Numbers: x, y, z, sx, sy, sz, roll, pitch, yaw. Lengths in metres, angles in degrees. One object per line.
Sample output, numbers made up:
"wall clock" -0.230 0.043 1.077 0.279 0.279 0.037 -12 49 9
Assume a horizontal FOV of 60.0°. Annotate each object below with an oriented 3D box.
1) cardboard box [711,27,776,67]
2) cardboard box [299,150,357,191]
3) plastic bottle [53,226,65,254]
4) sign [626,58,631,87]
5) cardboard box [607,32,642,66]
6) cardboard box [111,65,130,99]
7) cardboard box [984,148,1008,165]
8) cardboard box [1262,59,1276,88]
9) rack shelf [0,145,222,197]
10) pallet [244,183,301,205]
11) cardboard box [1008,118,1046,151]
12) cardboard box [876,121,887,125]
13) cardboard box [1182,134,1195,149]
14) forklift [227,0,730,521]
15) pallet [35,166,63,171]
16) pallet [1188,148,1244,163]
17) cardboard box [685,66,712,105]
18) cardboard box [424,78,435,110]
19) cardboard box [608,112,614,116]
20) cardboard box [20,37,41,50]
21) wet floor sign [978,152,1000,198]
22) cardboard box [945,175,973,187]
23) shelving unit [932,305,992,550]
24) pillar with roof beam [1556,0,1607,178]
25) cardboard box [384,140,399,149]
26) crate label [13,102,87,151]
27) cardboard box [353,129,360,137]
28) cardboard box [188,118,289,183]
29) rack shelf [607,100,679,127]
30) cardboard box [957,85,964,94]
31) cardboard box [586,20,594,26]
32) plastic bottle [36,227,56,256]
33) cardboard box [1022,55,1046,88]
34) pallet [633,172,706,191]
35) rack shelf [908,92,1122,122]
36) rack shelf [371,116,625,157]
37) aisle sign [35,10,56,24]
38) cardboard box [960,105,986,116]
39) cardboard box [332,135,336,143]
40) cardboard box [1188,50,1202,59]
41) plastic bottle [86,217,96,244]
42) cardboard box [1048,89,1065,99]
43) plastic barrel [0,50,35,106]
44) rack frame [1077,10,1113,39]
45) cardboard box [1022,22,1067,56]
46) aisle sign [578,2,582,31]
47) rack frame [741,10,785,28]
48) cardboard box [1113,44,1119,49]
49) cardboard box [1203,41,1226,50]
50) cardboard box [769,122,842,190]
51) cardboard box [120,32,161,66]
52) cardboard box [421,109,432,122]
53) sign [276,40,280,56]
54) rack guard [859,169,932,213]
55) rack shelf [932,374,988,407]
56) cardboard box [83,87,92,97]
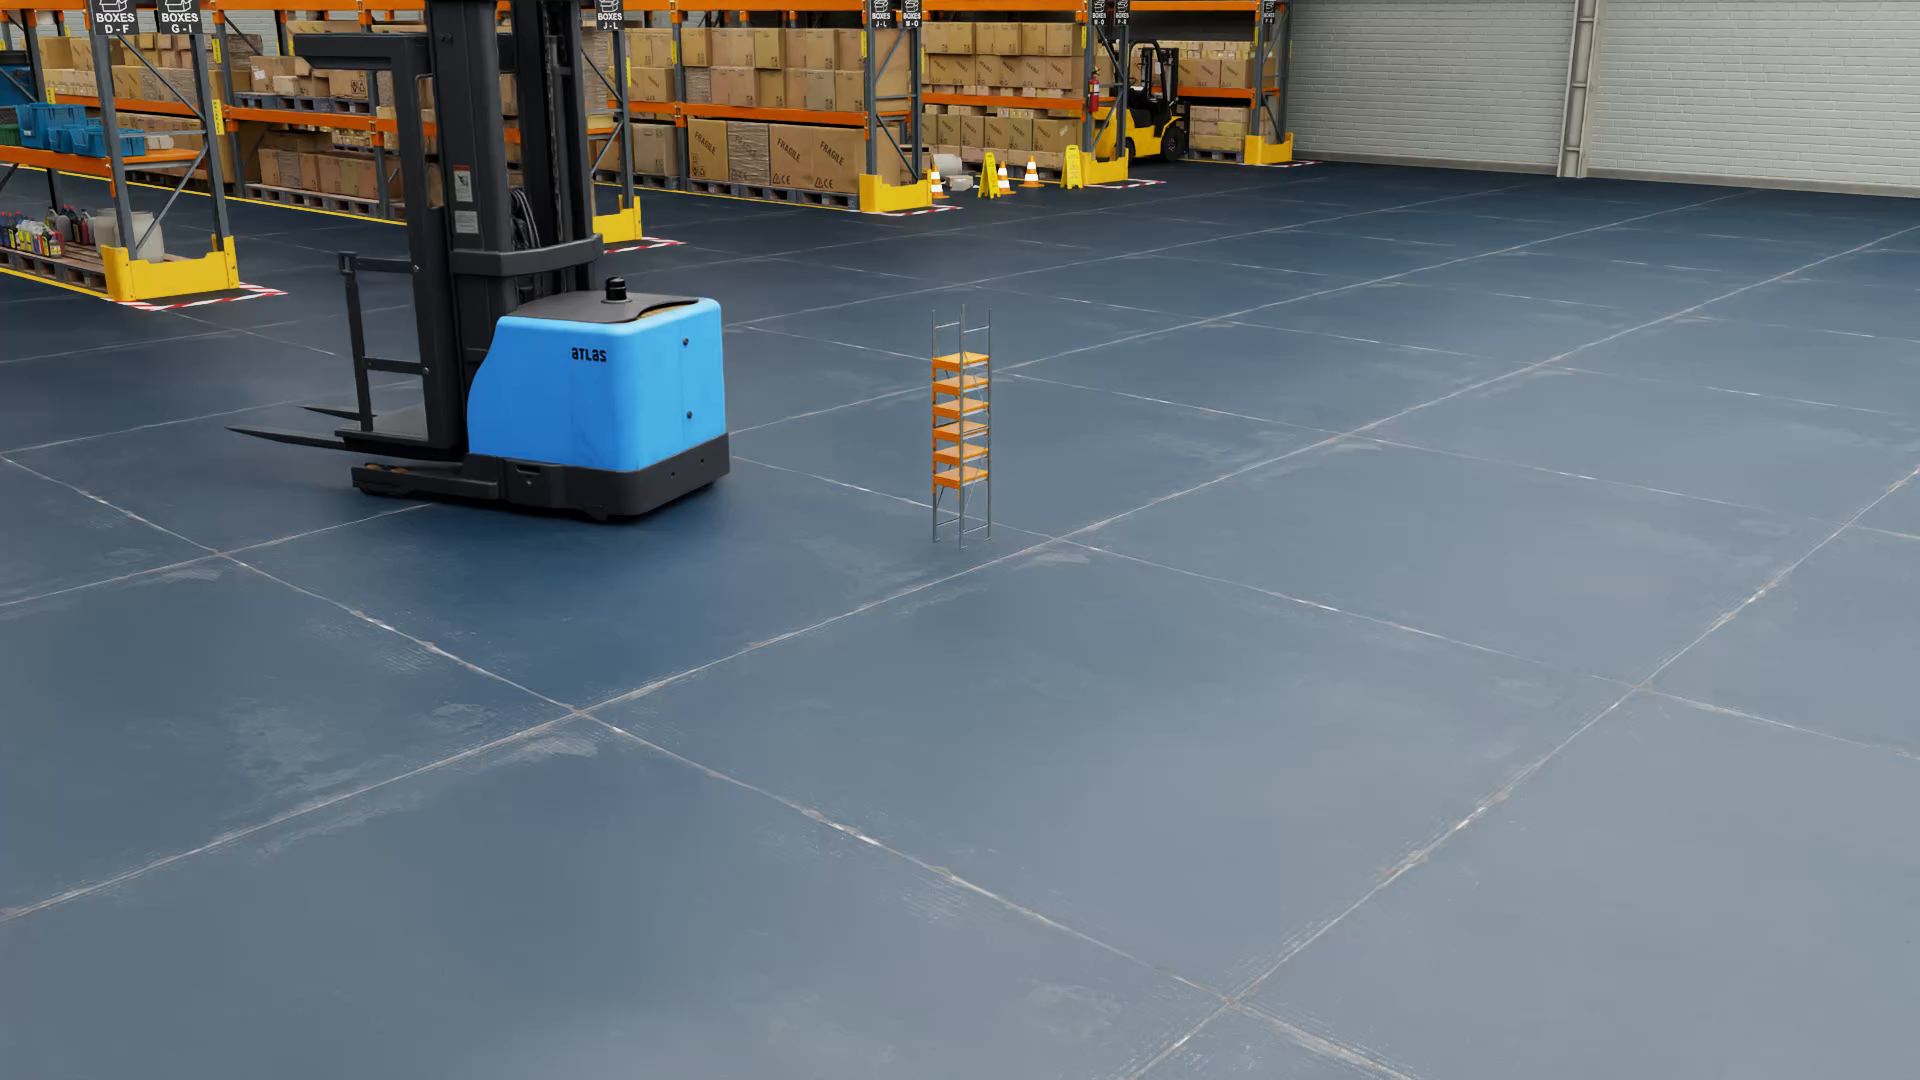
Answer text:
"cardboard box" -3.156 -7.283 24.570 0.550 0.550 0.875 15 23 39
"cardboard box" -8.891 -5.232 23.544 0.700 0.500 0.500 -16 24 -41
"plastic bottle" -9.326 -3.103 17.194 0.133 0.283 0.061 15 23 39
"sign" -3.914 -5.494 19.532 0.005 0.325 0.100 15 23 39
"cardboard box" -5.414 -7.792 26.387 0.500 0.500 0.700 15 23 39
"cardboard box" -13.071 -7.266 26.384 0.500 0.500 0.500 15 23 39
"cardboard box" 0.744 -6.401 27.674 0.500 0.250 0.500 14 22 37
"cardboard box" 5.410 -8.534 30.378 0.500 0.500 0.500 16 24 41
"rack shelf" -9.057 -3.896 17.119 4.000 0.370 1.077 15 23 39
"pallet" -9.674 -5.078 24.264 1.213 0.211 1.003 15 23 39
"cardboard box" 1.139 -6.653 27.229 0.500 0.500 0.500 16 24 41
"cardboard box" -1.607 -9.183 36.026 0.500 0.500 0.500 16 24 42
"cardboard box" 4.301 -7.441 30.951 0.500 0.250 0.500 15 23 40
"forklift" -2.893 -1.772 9.350 3.031 2.935 1.130 7 19 22
"pallet" -15.591 -6.699 29.371 1.213 0.211 1.003 15 23 39
"pallet" 4.996 -7.139 30.758 1.213 0.211 1.003 15 23 39
"cardboard box" -3.614 -6.863 25.031 0.550 0.550 0.875 15 23 39
"cardboard box" -6.179 -5.661 20.832 0.500 0.500 0.875 15 23 39
"cardboard box" -7.070 -8.739 34.731 0.875 0.438 0.875 15 23 38
"cardboard box" -15.687 -8.341 28.451 0.500 0.500 0.500 14 23 38
"wet floor sign" 0.430 -5.380 24.498 0.232 0.644 0.267 11 20 30
"cardboard box" -0.016 -5.648 26.161 0.380 0.149 0.250 -6 18 -18
"shelving unit" 0.011 -0.569 8.421 0.189 1.200 0.258 15 23 39
"pillar with roof beam" 7.304 -9.349 23.193 0.400 9.000 9.100 15 23 39
"cardboard box" -10.401 -7.313 30.713 0.250 0.149 0.380 15 23 40
"crate label" -9.118 -4.163 16.712 0.616 0.435 0.502 15 23 39
"cardboard box" -11.264 -7.723 31.515 0.250 0.149 0.380 14 22 37
"cardboard box" -10.760 -5.895 25.047 0.875 0.875 1.225 14 22 37
"rack shelf" -5.394 -6.922 26.653 4.000 0.370 1.077 15 23 39
"cardboard box" 0.159 -7.559 27.885 0.250 0.149 0.380 15 23 39
"cardboard box" -7.418 -10.563 34.045 0.250 0.149 0.380 15 23 39
"plastic bottle" -9.396 -3.075 17.119 0.135 0.276 0.152 15 23 40
"cardboard box" 1.344 -7.538 26.748 0.500 0.500 0.500 15 23 39
"pallet" -4.525 -5.672 26.135 1.213 0.211 1.003 15 23 39
"rack shelf" 0.808 -7.259 27.715 4.000 0.370 1.077 15 23 39
"rack shelf" -5.770 -5.017 20.650 4.000 0.370 1.077 15 23 39
"aisle sign" -16.096 -9.492 29.265 0.004 0.787 0.394 15 23 39
"cardboard box" 0.217 -7.185 27.833 0.250 0.149 0.380 17 24 42
"cardboard box" -11.881 -7.748 32.086 0.250 0.149 0.380 15 23 39
"cardboard box" 4.378 -8.893 30.437 0.250 0.149 0.380 14 22 38
"plastic bottle" -9.376 -3.351 17.988 0.135 0.276 0.152 16 23 40
"cardboard box" 1.619 -7.133 26.544 0.250 0.149 0.380 15 23 39
"plastic barrel" -10.641 -5.026 18.660 0.708 0.901 0.600 15 23 39
"rack frame" 2.604 -9.127 32.413 0.127 3.000 1.000 15 23 39
"cardboard box" 1.404 -8.023 26.623 0.500 0.500 0.700 15 23 40
"aisle sign" -4.427 -6.117 18.630 0.004 0.787 0.394 15 23 39
"rack frame" -3.679 -8.807 31.402 0.127 3.000 1.000 15 23 39
"cardboard box" 3.098 -9.414 31.585 0.250 0.149 0.380 14 23 38
"cardboard box" 4.633 -9.003 30.291 0.250 0.149 0.380 15 23 40
"cardboard box" -2.116 -5.545 23.943 0.875 0.875 0.875 15 23 38
"cardboard box" -12.766 -7.767 26.303 0.637 0.503 0.797 14 23 38
"cardboard box" -6.568 -5.326 20.850 0.250 0.149 0.380 15 23 39
"sign" -13.233 -9.563 32.353 0.005 0.325 0.100 15 23 39
"rack guard" -0.888 -4.864 23.111 0.348 0.500 1.175 15 23 39
"rack shelf" 0.011 -0.755 8.362 0.180 0.103 0.258 15 23 39
"cardboard box" -14.079 -7.338 27.191 0.250 0.149 0.380 15 23 38
